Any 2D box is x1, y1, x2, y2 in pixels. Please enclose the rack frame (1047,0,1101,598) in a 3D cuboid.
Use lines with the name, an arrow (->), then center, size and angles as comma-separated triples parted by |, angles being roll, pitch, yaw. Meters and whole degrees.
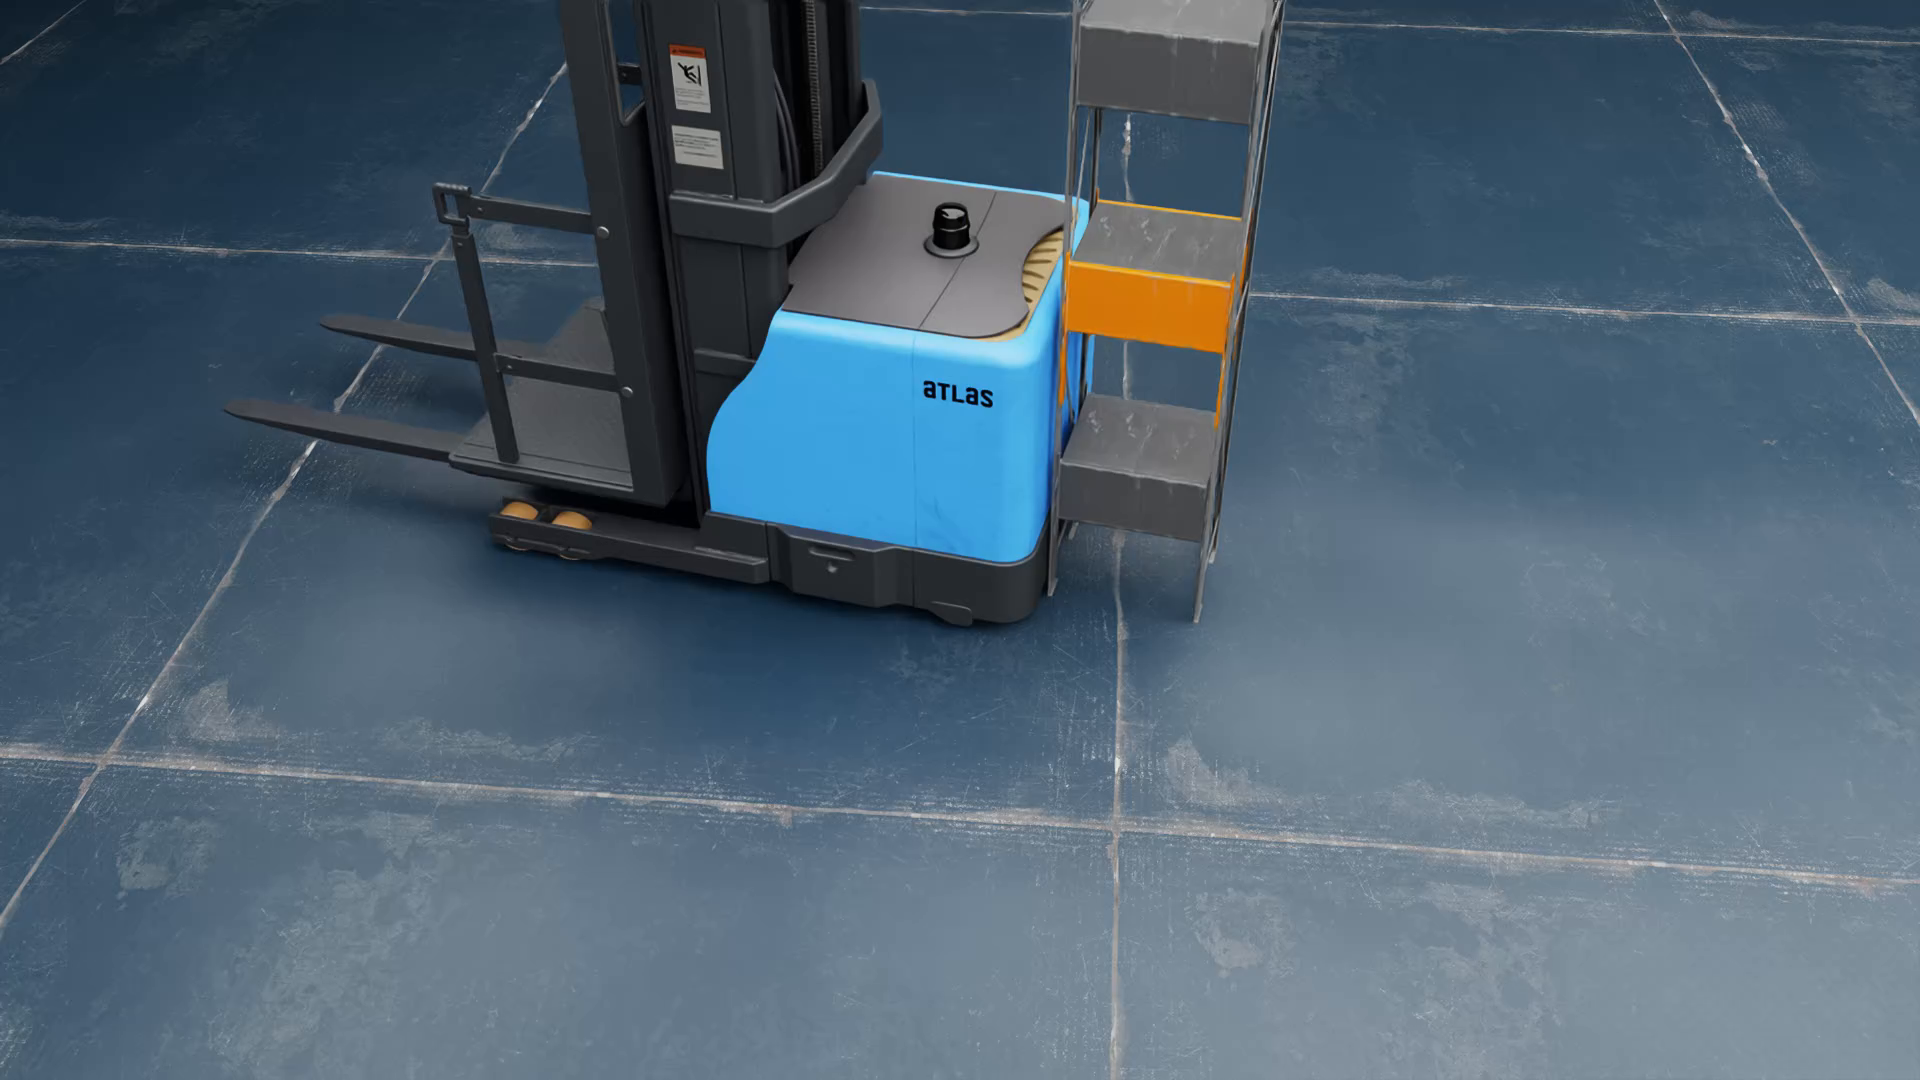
rack frame -> 0.350, -0.746, 5.003 | 0.015, 2.100, 0.400 | 10, 40, 12

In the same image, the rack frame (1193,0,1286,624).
rack frame -> 0.820, -0.662, 4.901 | 0.015, 2.100, 0.400 | 10, 40, 12

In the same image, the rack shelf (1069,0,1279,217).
rack shelf -> 0.585, -1.236, 4.518 | 0.480, 0.518, 0.431 | 10, 40, 12

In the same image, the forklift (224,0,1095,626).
forklift -> -1.101, -1.377, 5.120 | 3.031, 2.935, 1.130 | 10, 40, 12

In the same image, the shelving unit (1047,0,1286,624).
shelving unit -> 0.585, -0.704, 4.952 | 0.503, 2.100, 0.431 | 10, 40, 12

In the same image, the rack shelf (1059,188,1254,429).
rack shelf -> 0.585, -0.694, 4.960 | 0.480, 0.518, 0.431 | 10, 40, 12

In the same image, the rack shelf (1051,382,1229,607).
rack shelf -> 0.585, -0.151, 5.402 | 0.480, 0.518, 0.431 | 10, 40, 12
